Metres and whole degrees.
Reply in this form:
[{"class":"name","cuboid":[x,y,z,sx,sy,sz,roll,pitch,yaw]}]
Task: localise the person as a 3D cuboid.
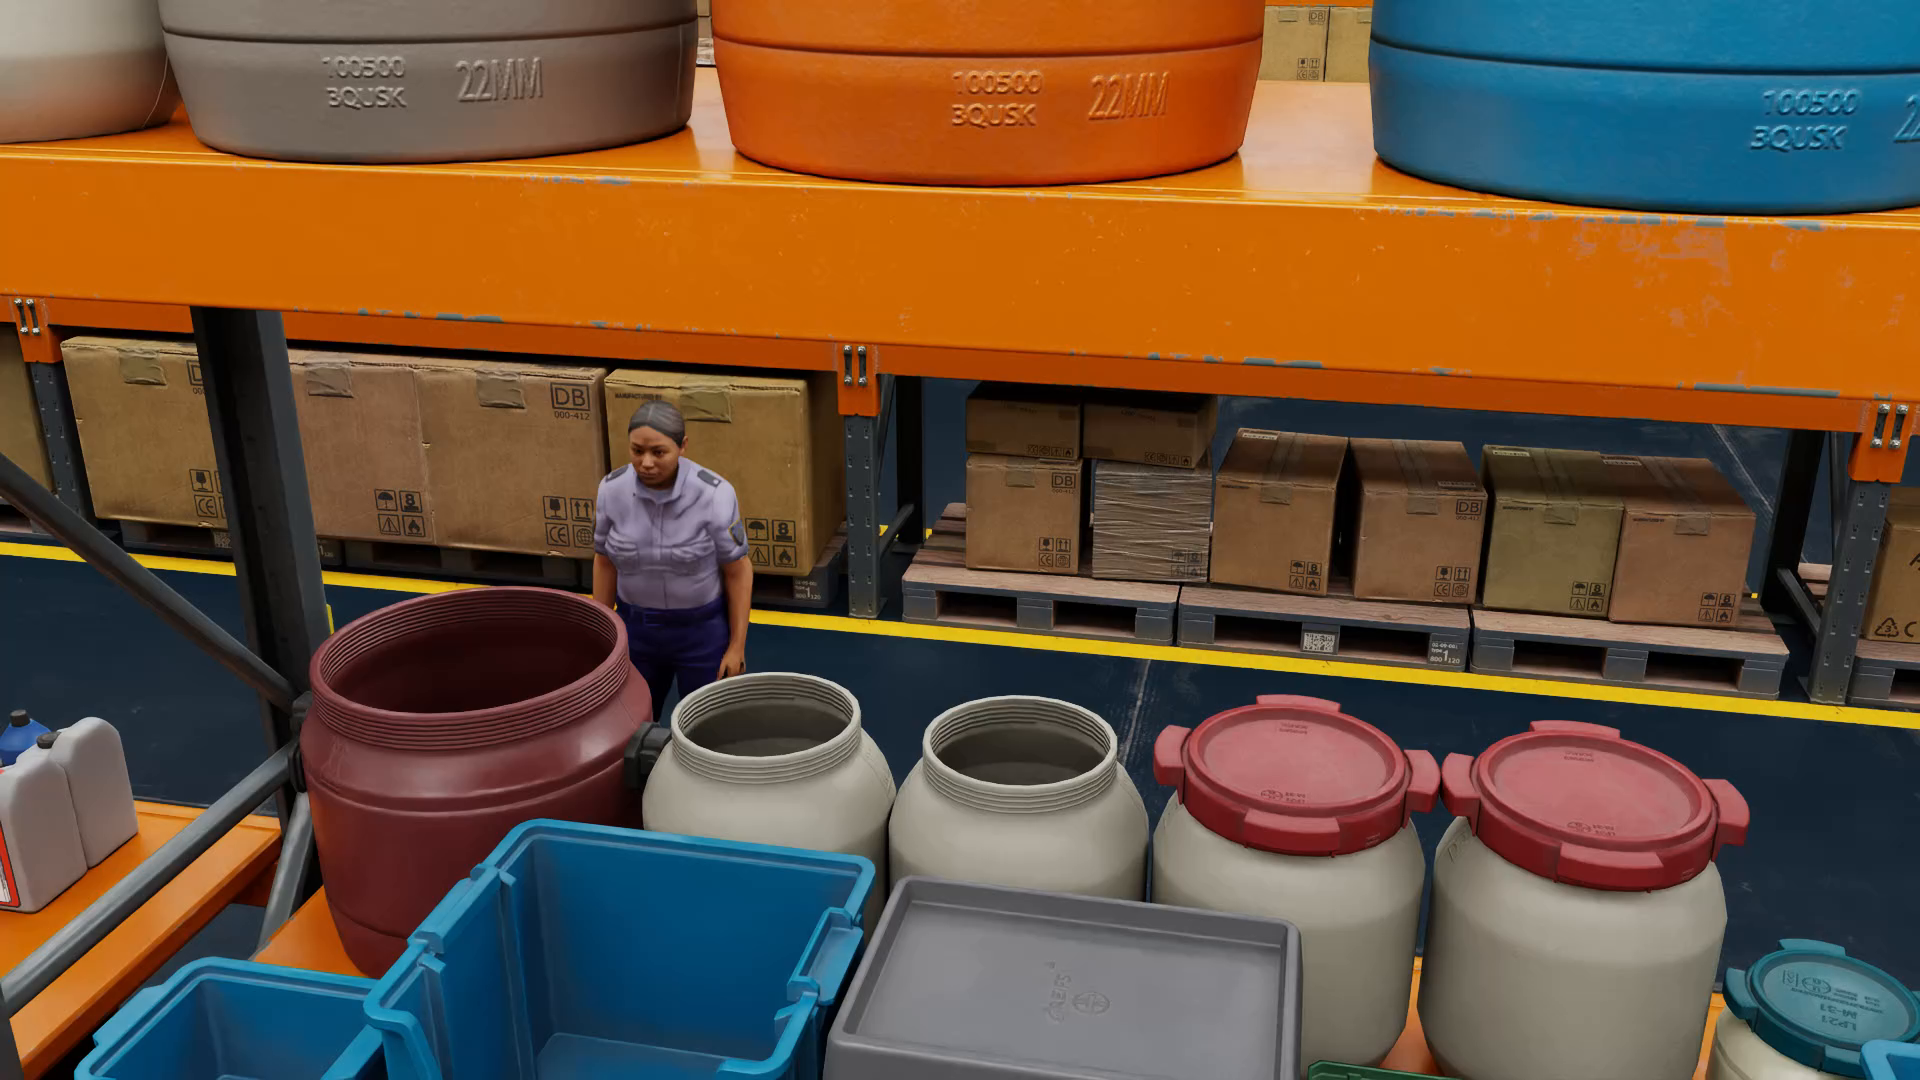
[{"class":"person","cuboid":[-0.917,0.332,5.262,0.538,1.652,0.374,4,22,9]}]
